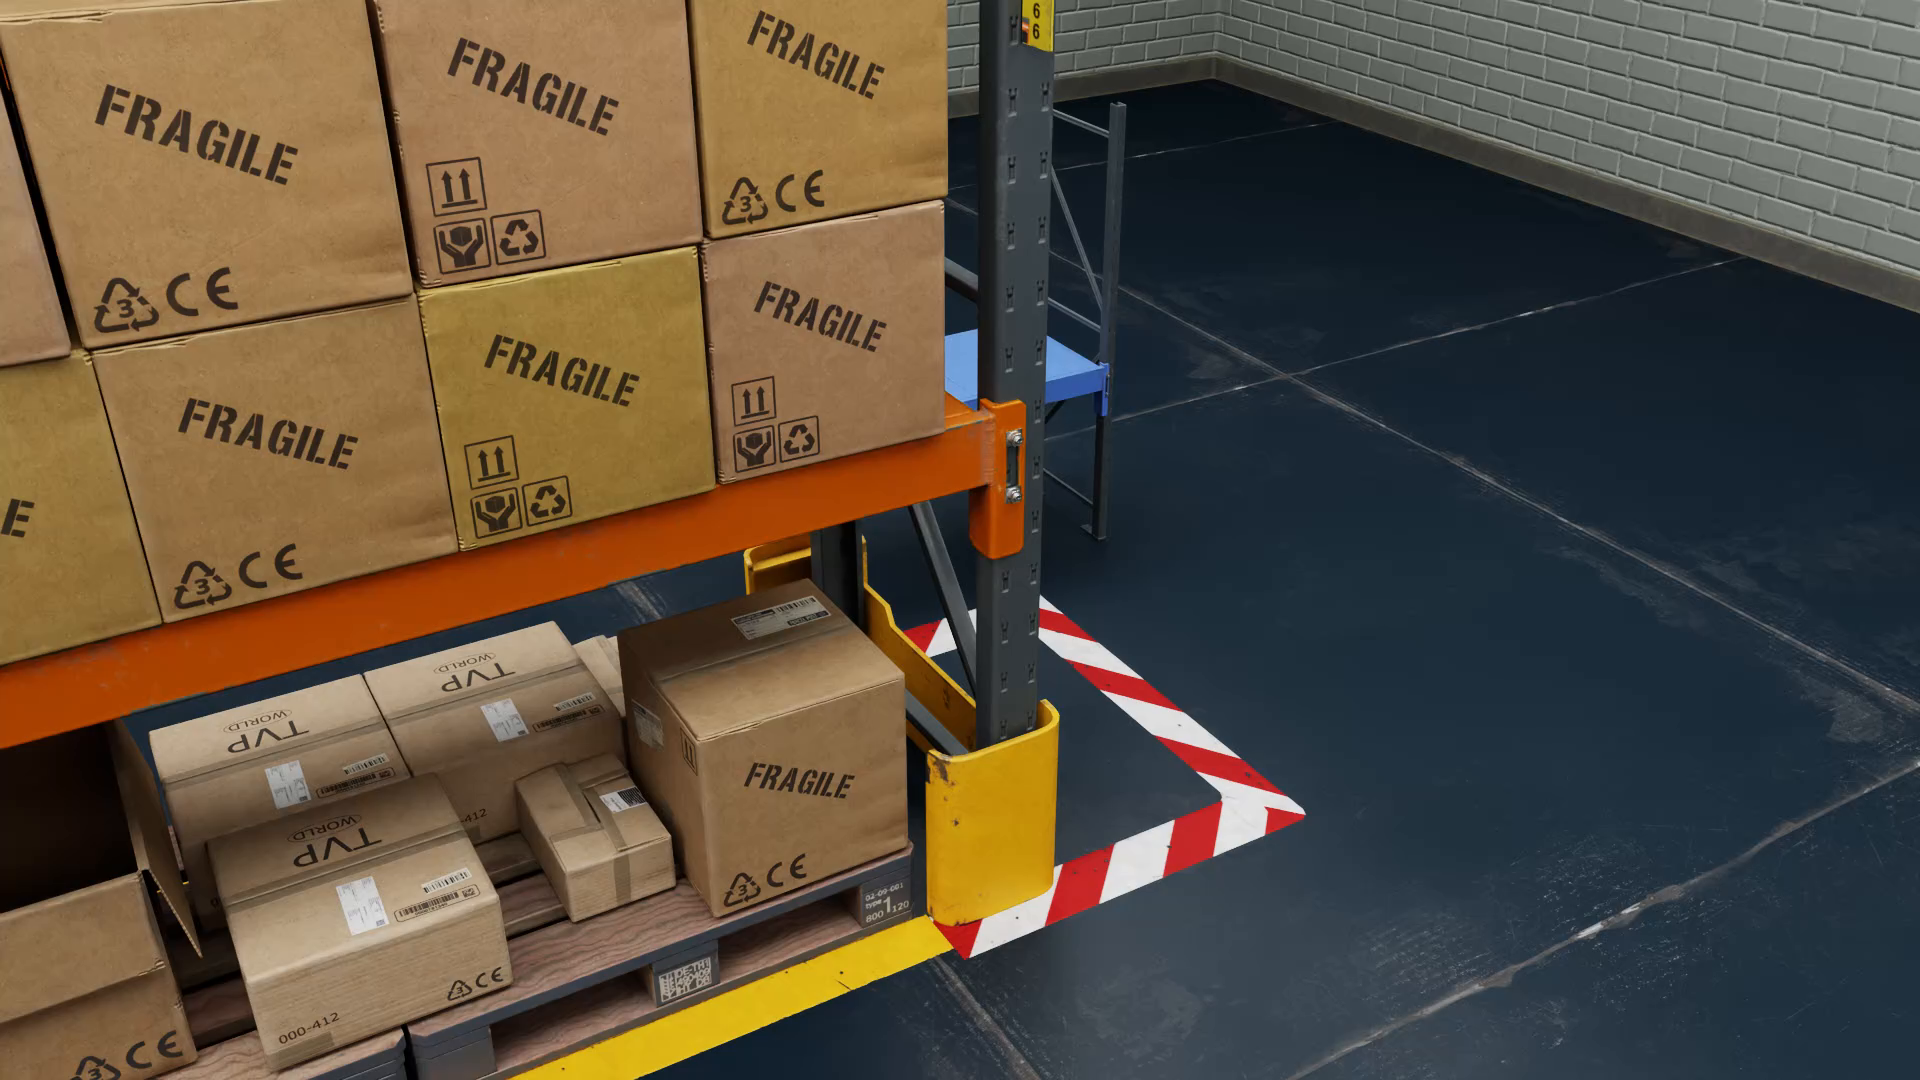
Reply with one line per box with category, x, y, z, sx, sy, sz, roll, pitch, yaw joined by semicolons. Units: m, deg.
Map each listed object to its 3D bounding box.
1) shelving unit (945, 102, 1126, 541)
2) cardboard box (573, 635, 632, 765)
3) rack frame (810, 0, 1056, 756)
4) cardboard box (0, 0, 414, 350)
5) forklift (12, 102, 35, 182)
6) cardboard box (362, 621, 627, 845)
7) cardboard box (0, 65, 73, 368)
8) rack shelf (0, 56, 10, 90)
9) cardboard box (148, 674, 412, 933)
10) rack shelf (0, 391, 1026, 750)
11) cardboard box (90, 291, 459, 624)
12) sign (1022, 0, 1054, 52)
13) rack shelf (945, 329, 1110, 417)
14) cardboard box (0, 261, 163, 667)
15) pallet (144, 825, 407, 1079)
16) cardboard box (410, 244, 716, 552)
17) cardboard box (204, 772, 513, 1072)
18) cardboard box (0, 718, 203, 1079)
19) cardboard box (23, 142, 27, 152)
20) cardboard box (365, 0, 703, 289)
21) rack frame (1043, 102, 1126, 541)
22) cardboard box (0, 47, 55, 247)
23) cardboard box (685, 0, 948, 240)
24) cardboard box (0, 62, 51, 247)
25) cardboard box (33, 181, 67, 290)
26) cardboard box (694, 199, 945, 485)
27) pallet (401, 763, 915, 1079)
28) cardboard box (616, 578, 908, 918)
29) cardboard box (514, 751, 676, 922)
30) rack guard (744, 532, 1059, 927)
shelving unit;-0.074;-0.636;5.350;1.048;1.500;0.538;-16;33;-26
cardboard box;-0.869;0.403;4.391;0.250;0.166;0.380;-16;33;-26
rack frame;-0.118;-0.665;3.850;0.127;3.000;1.000;-16;33;-26
cardboard box;-1.242;-0.670;2.721;0.500;0.500;0.500;-15;32;-25
forklift;-2.739;-1.740;5.869;3.031;2.935;1.130;9;30;16
cardboard box;-1.162;0.484;4.160;0.500;0.250;0.500;-16;33;-26
cardboard box;-1.685;-0.544;2.494;0.500;0.500;0.500;-15;32;-25
rack shelf;-4.355;-1.923;6.875;4.000;0.370;1.077;-16;33;-26
cardboard box;-1.593;0.606;3.938;0.500;0.250;0.500;-16;33;-26
rack shelf;-1.843;0.140;3.137;4.000;0.370;1.077;-16;33;-26
cardboard box;-1.245;-0.237;2.972;0.500;0.500;0.500;-16;32;-26
sign;0.146;-1.074;3.066;0.005;0.325;0.100;-16;33;-26
rack shelf;-0.074;-0.478;5.437;1.000;0.185;0.538;-16;33;-26
cardboard box;-1.679;-0.114;2.749;0.500;0.500;0.500;-16;33;-27
pallet;-1.921;1.067;3.599;1.213;0.211;1.003;-16;33;-26
cardboard box;-0.812;-0.357;3.189;0.500;0.500;0.500;-16;32;-26
cardboard box;-1.297;0.802;3.583;0.500;0.250;0.500;-16;33;-26
cardboard box;-1.950;0.753;3.410;0.637;0.503;0.797;-16;33;-26
cardboard box;-4.049;-1.754;7.305;0.250;0.149;0.380;-15;32;-26
cardboard box;-0.798;-0.799;2.955;0.500;0.500;0.500;-15;32;-25
rack frame;0.365;-0.760;5.575;0.032;1.500;0.500;-16;33;-26
cardboard box;-1.515;-0.896;3.131;0.500;0.500;0.500;-15;32;-26
cardboard box;-0.363;-0.923;3.180;0.500;0.500;0.500;-16;33;-27
cardboard box;-1.953;-0.771;2.905;0.500;0.500;0.500;-16;33;-27
cardboard box;-1.943;-0.338;3.155;0.500;0.500;0.500;-15;32;-26
cardboard box;-0.367;-0.486;3.422;0.500;0.500;0.500;-15;32;-25
pallet;-0.871;0.770;4.136;1.213;0.211;1.003;-16;33;-26
cardboard box;-0.462;0.473;3.921;0.500;0.500;0.500;-16;33;-26
cardboard box;-0.857;0.680;3.890;0.250;0.166;0.380;-16;33;-26
rack guard;-0.184;0.448;4.421;0.348;0.500;1.175;-16;33;-26
